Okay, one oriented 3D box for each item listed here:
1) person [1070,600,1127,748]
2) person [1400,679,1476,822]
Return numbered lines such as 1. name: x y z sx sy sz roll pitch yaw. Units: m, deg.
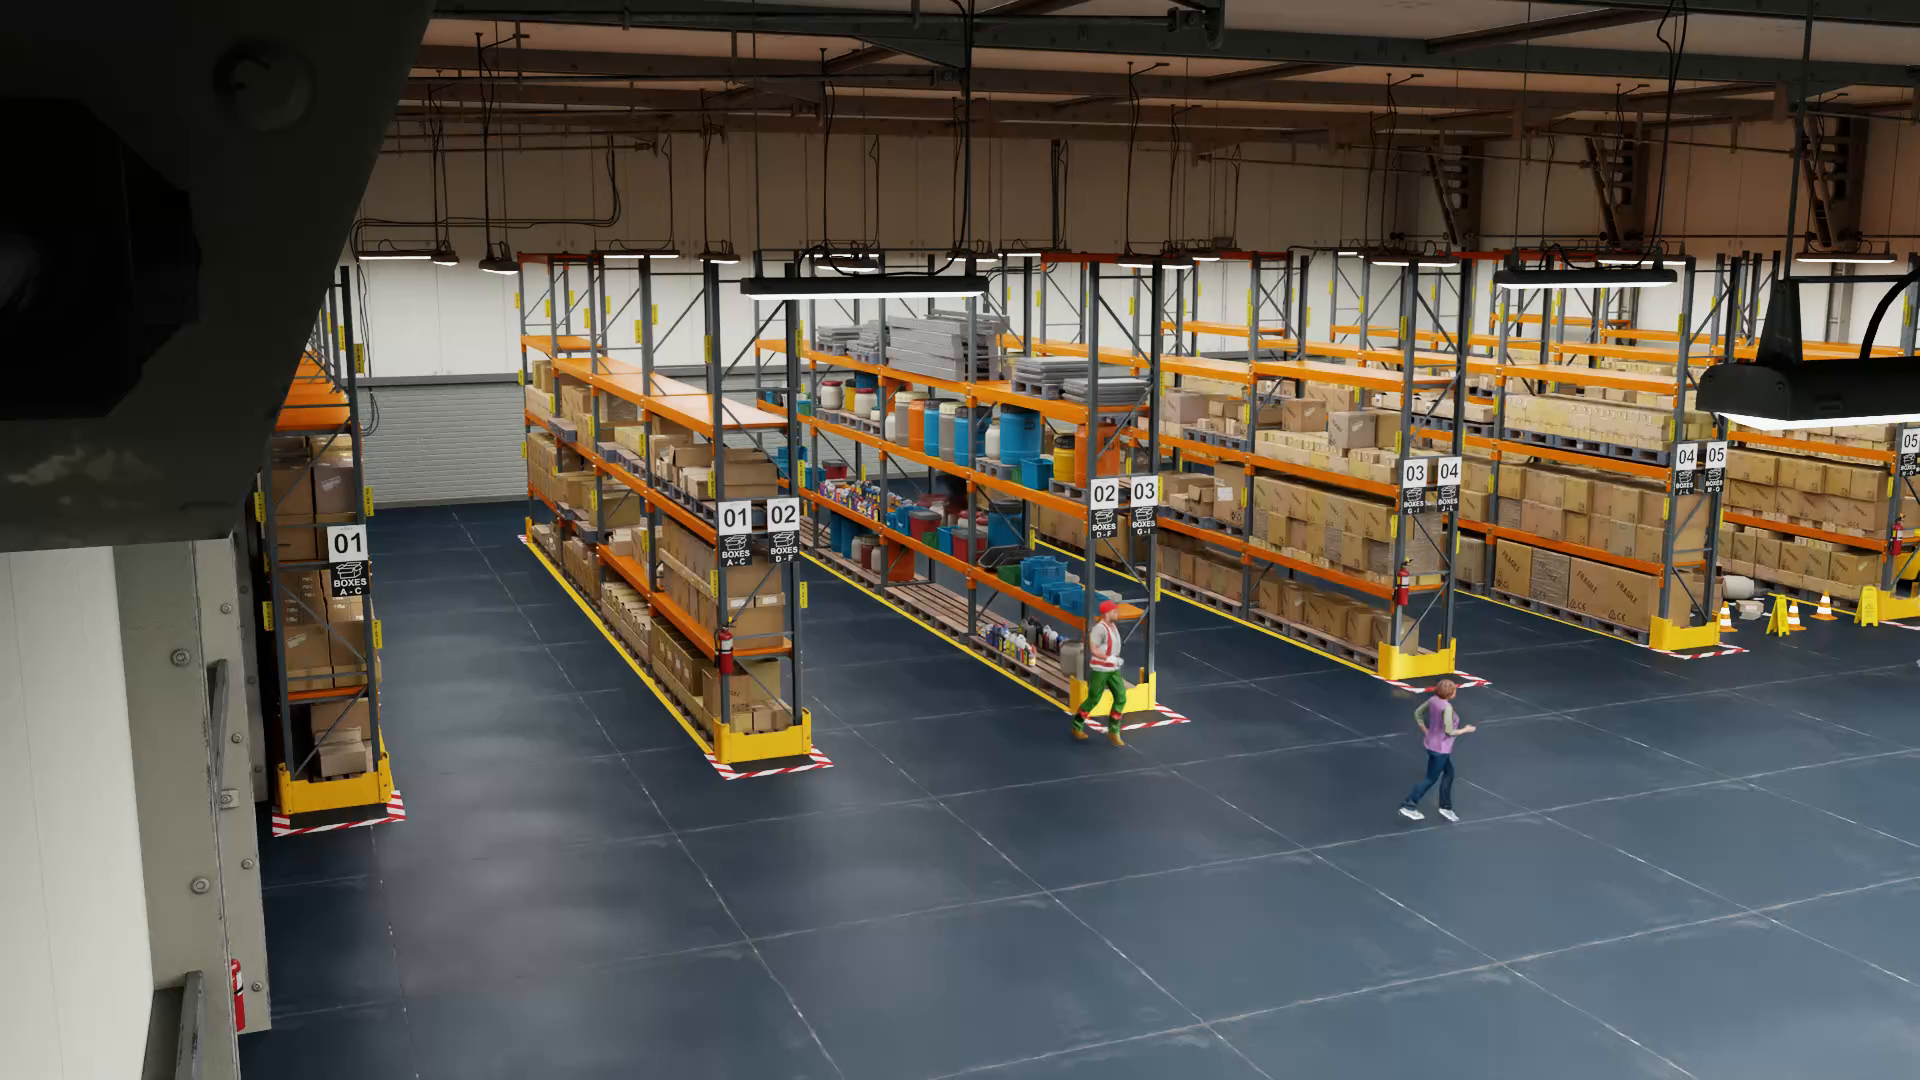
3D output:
1. person: 1.840 1.662 21.021 0.730 1.819 0.730 7 12 33
2. person: 5.177 2.306 18.035 0.777 1.644 0.490 0 10 -1
